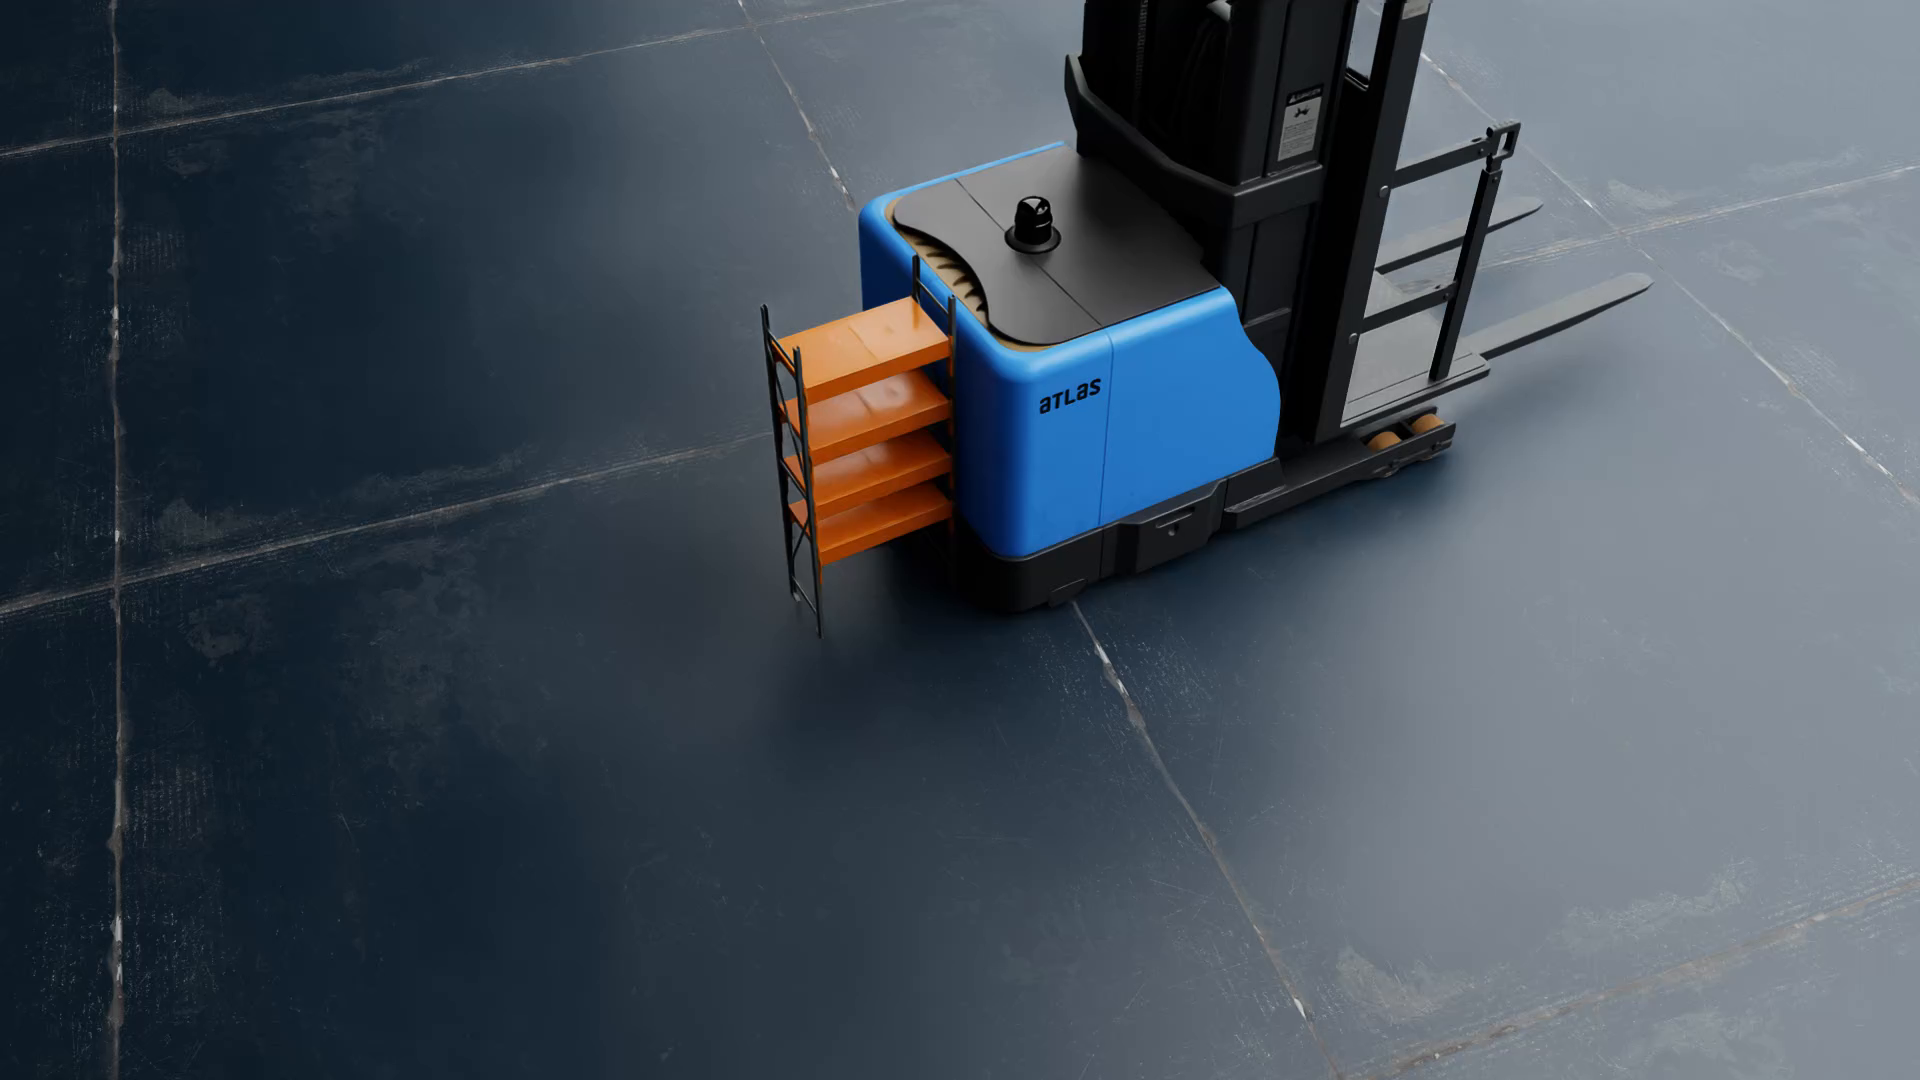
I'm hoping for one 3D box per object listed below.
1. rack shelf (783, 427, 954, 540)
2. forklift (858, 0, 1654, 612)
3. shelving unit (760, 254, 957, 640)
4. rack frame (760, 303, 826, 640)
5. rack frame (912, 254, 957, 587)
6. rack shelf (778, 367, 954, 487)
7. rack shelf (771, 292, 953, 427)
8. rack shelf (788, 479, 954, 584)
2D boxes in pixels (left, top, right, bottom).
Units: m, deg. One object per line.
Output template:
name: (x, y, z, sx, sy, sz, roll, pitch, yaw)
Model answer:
rack shelf: (-0.290, -0.210, 5.207, 0.480, 0.148, 0.258, -21, 49, -20)
forklift: (1.200, -1.565, 5.241, 3.031, 2.935, 1.130, -21, 49, -20)
shelving unit: (-0.290, -0.258, 5.160, 0.503, 1.200, 0.258, -21, 49, -20)
rack frame: (-0.503, -0.174, 5.076, 0.015, 1.200, 0.240, -21, 49, -20)
rack frame: (-0.076, -0.341, 5.243, 0.015, 1.200, 0.240, -21, 49, -20)
rack shelf: (-0.290, -0.368, 5.049, 0.480, 0.148, 0.258, -21, 49, -20)
rack shelf: (-0.290, -0.535, 4.881, 0.480, 0.148, 0.258, -21, 49, -20)
rack shelf: (-0.290, -0.070, 5.348, 0.480, 0.148, 0.258, -21, 49, -20)
